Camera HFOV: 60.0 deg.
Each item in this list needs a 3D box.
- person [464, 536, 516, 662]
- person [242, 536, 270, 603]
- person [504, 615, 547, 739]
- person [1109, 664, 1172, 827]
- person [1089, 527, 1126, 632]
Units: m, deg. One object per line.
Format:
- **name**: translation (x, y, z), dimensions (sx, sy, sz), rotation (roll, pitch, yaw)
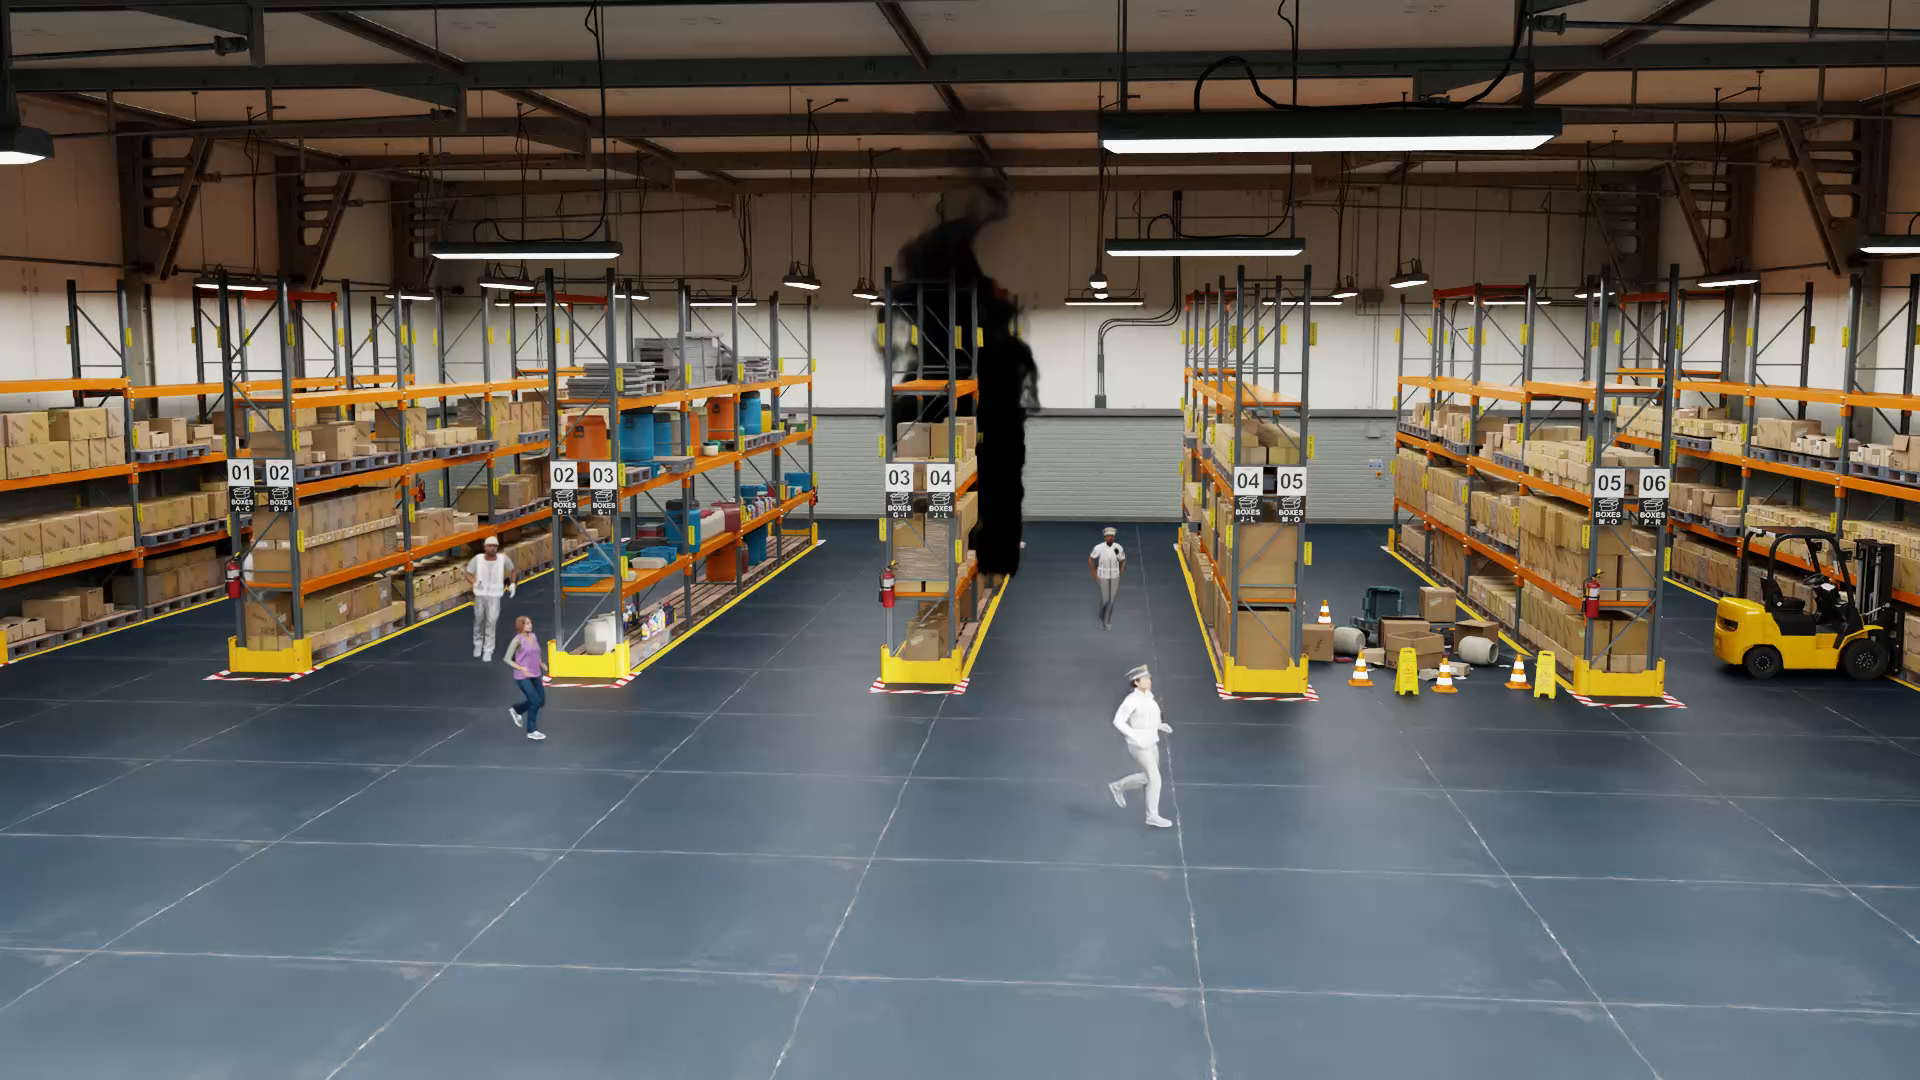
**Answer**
- **person**: translation (-6.918, 0.852, 24.531), dimensions (0.738, 1.827, 0.857), rotation (-2, 7, -14)
- **person**: translation (-11.661, 0.781, 27.656), dimensions (0.657, 1.748, 0.752), rotation (-1, 7, -4)
- **person**: translation (-5.462, 1.711, 20.828), dimensions (0.608, 1.549, 0.538), rotation (4, 8, 28)
- **person**: translation (1.868, 2.100, 17.165), dimensions (0.726, 1.660, 0.625), rotation (5, 8, 33)
- **person**: translation (2.411, 0.641, 26.840), dimensions (0.585, 1.715, 0.585), rotation (-1, 7, -9)
